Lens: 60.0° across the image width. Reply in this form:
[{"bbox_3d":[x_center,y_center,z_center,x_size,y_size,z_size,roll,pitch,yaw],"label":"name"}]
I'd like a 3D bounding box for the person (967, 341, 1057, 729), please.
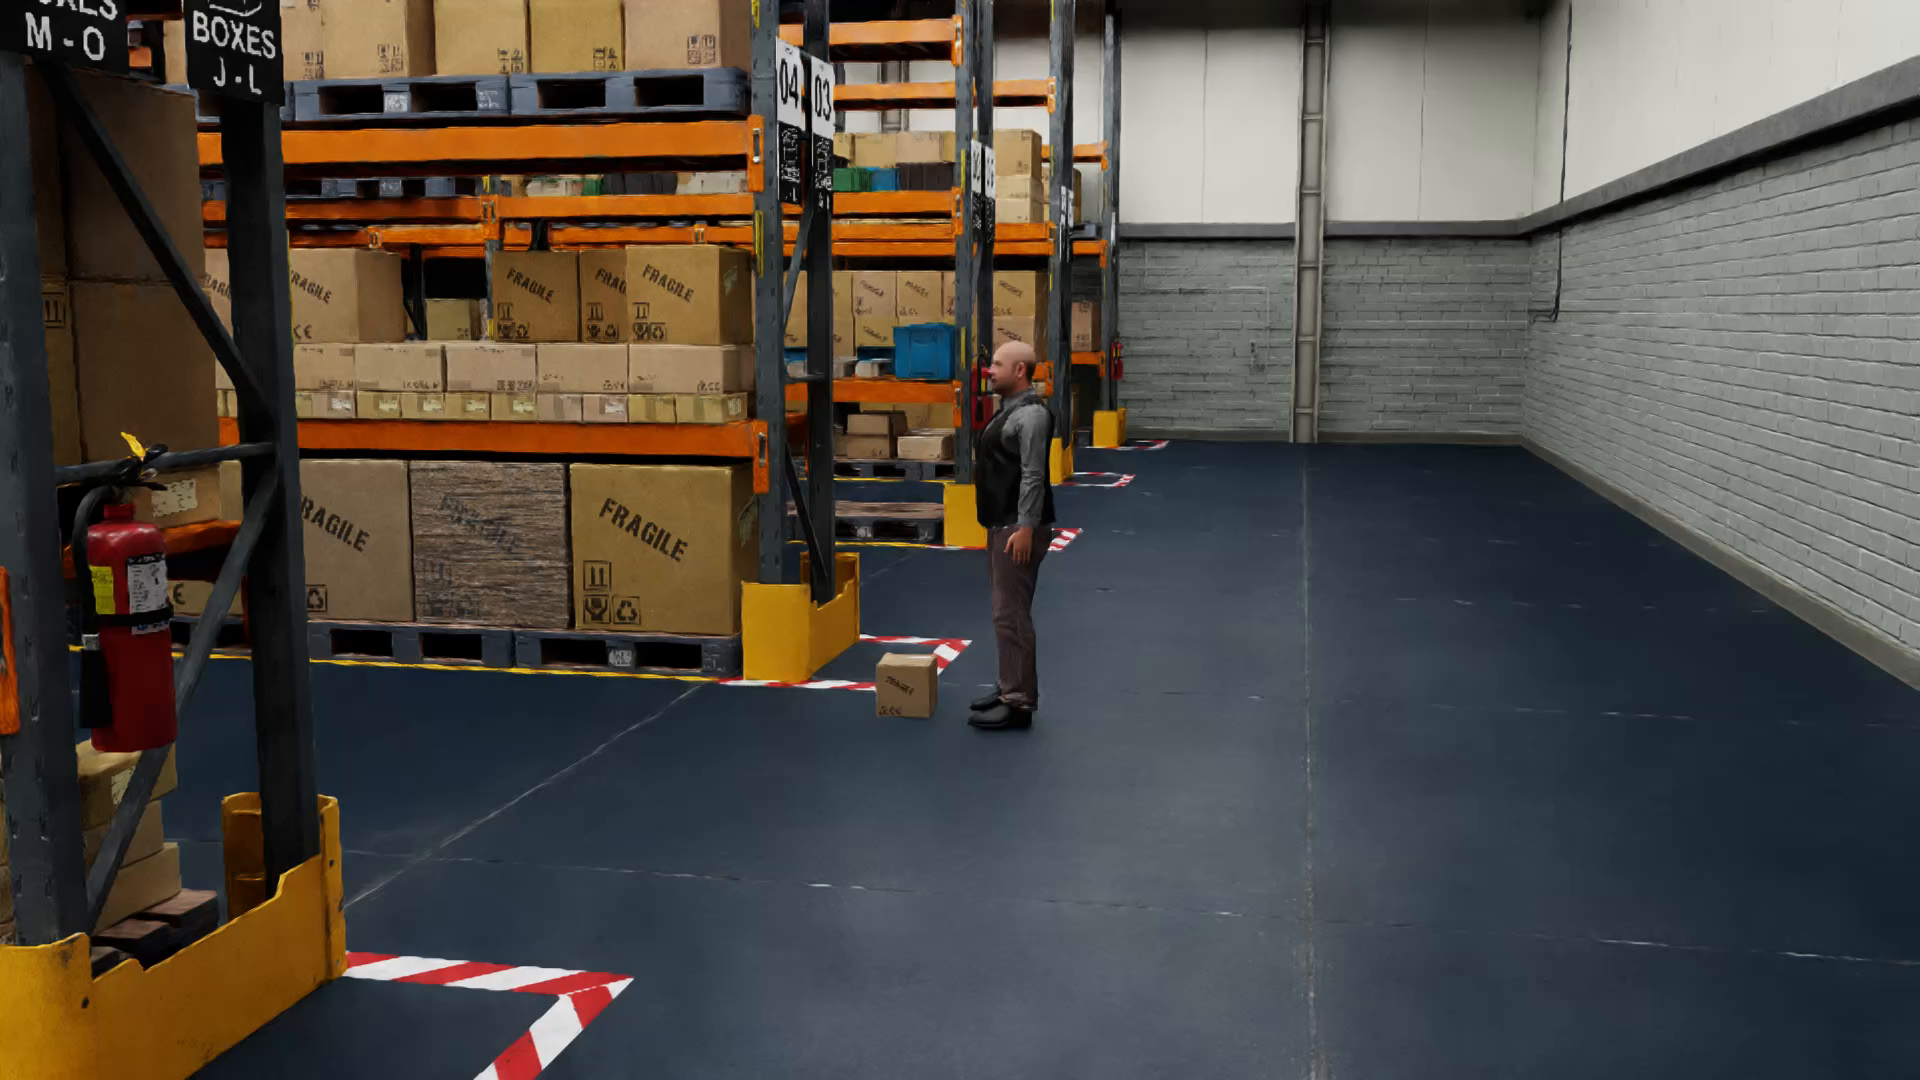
[{"bbox_3d":[0.216,-0.042,7.631,0.423,1.730,0.563,-1,8,-7],"label":"person"}]
